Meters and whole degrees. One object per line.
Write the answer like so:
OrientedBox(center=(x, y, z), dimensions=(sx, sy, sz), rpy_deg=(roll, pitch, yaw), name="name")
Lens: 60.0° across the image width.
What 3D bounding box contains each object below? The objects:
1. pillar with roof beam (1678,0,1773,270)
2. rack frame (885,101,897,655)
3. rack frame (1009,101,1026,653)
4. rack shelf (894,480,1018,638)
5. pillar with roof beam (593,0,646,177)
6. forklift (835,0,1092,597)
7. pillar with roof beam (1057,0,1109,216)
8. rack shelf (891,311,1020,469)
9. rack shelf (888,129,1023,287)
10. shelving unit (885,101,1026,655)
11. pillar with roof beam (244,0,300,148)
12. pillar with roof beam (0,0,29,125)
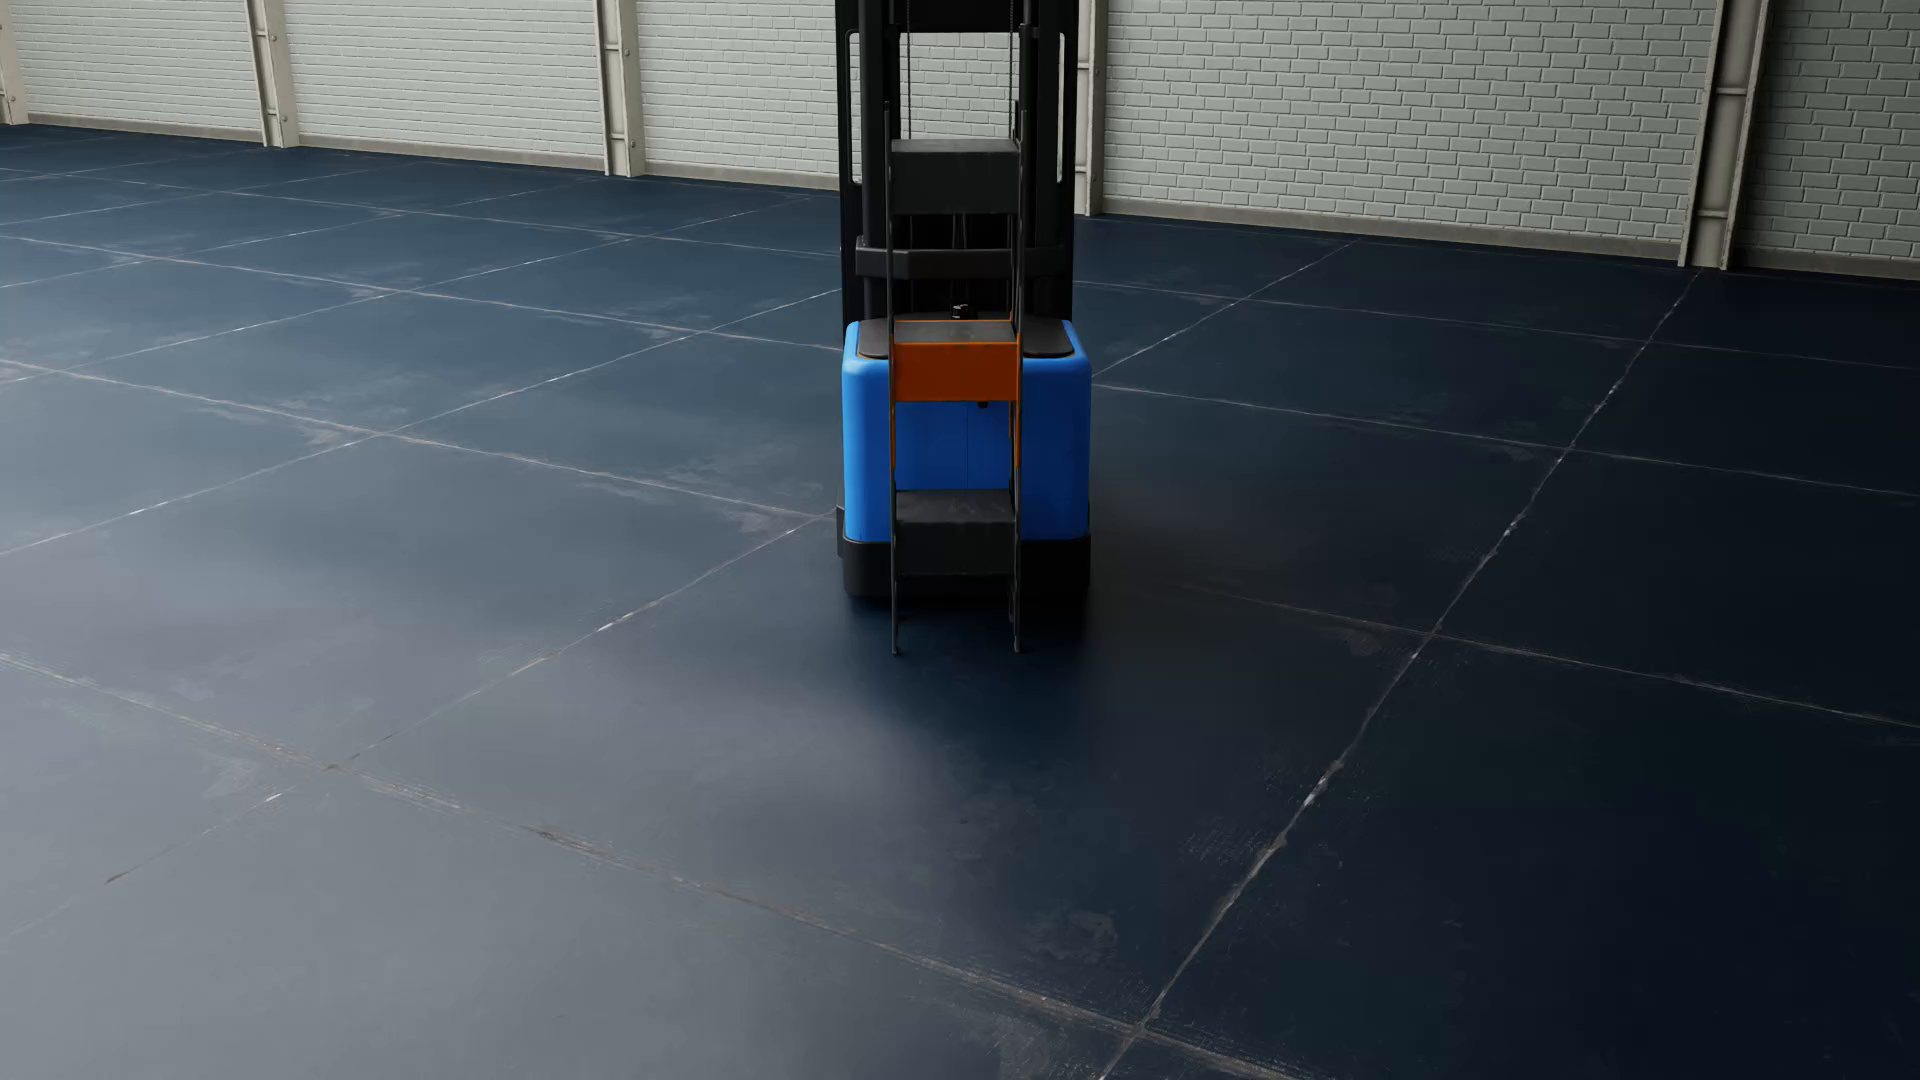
OrientedBox(center=(4.370, -5.338, 9.383), dimensions=(0.400, 9.000, 9.100), rpy_deg=(11, 23, 27), name="pillar with roof beam")
OrientedBox(center=(-0.267, -0.597, 6.432), dimensions=(0.015, 2.100, 0.400), rpy_deg=(-1, 20, -2), name="rack frame")
OrientedBox(center=(0.221, -0.603, 6.450), dimensions=(0.015, 2.100, 0.400), rpy_deg=(-1, 20, -2), name="rack frame")
OrientedBox(center=(-0.023, 0.071, 6.684), dimensions=(0.480, 0.518, 0.431), rpy_deg=(-1, 20, -2), name="rack shelf")
OrientedBox(center=(-6.106, -7.333, 14.885), dimensions=(0.400, 9.000, 9.100), rpy_deg=(11, 23, 27), name="pillar with roof beam")
OrientedBox(center=(-0.024, -1.593, 7.958), dimensions=(1.130, 2.935, 3.031), rpy_deg=(-1, 20, -2), name="forklift")
OrientedBox(center=(-0.868, -6.335, 12.134), dimensions=(0.400, 9.000, 9.100), rpy_deg=(11, 23, 27), name="pillar with roof beam")
OrientedBox(center=(-0.023, -0.588, 6.446), dimensions=(0.480, 0.518, 0.431), rpy_deg=(-1, 20, -2), name="rack shelf")
OrientedBox(center=(-0.023, -1.246, 6.207), dimensions=(0.480, 0.518, 0.431), rpy_deg=(-1, 20, -2), name="rack shelf")
OrientedBox(center=(-0.023, -0.600, 6.441), dimensions=(0.503, 2.100, 0.431), rpy_deg=(-1, 20, -2), name="shelving unit")
OrientedBox(center=(-11.345, -8.331, 17.636), dimensions=(0.400, 9.000, 9.100), rpy_deg=(11, 23, 27), name="pillar with roof beam")
OrientedBox(center=(-16.583, -9.329, 20.386), dimensions=(0.400, 9.000, 9.100), rpy_deg=(11, 23, 27), name="pillar with roof beam")
